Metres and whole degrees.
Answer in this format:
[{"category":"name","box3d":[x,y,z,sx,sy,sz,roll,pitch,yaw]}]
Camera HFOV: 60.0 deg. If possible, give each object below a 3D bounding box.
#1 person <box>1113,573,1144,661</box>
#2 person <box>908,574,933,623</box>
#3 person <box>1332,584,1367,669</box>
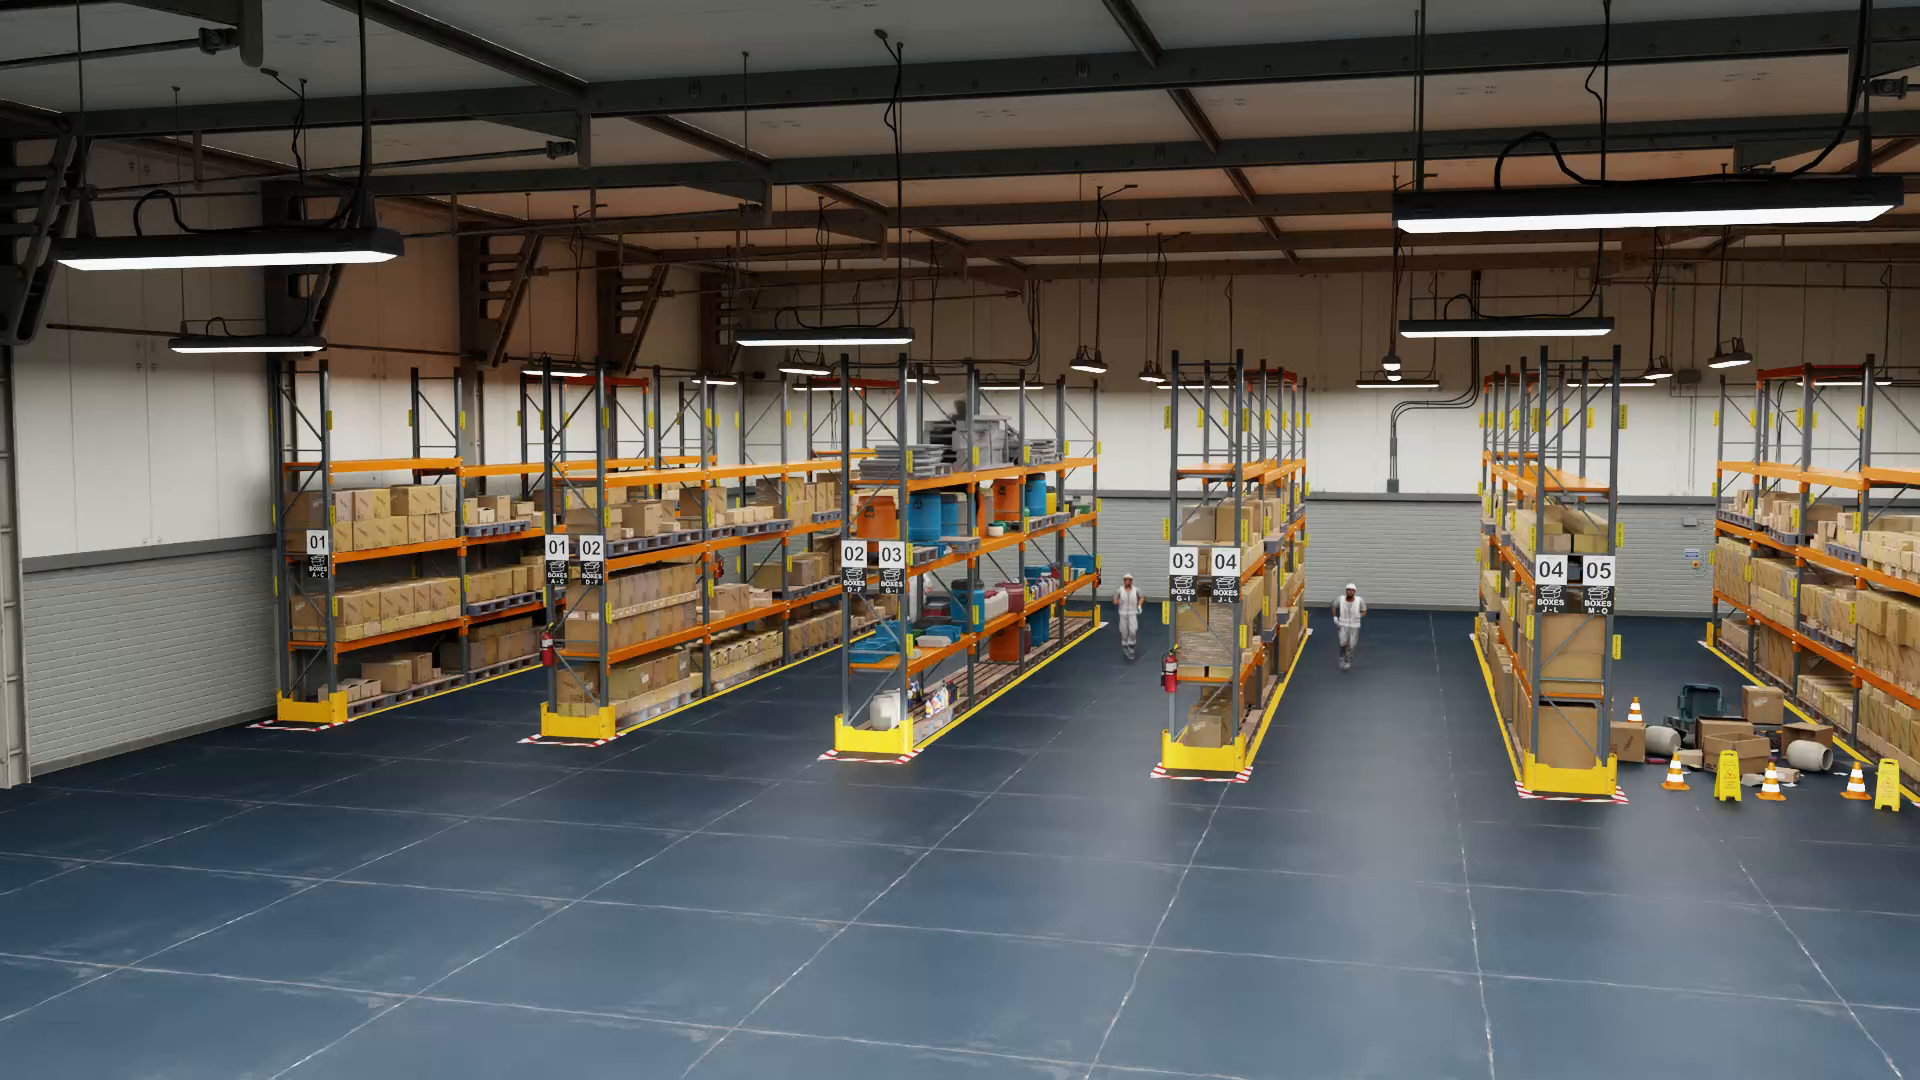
[{"category":"person","box3d":[3.515,1.614,34.747,0.634,1.830,0.713,1,4,8]},{"category":"person","box3d":[-0.957,1.397,37.826,0.680,1.802,0.883,1,4,10]},{"category":"person","box3d":[7.769,1.733,33.191,0.676,1.728,0.668,1,4,10]}]
